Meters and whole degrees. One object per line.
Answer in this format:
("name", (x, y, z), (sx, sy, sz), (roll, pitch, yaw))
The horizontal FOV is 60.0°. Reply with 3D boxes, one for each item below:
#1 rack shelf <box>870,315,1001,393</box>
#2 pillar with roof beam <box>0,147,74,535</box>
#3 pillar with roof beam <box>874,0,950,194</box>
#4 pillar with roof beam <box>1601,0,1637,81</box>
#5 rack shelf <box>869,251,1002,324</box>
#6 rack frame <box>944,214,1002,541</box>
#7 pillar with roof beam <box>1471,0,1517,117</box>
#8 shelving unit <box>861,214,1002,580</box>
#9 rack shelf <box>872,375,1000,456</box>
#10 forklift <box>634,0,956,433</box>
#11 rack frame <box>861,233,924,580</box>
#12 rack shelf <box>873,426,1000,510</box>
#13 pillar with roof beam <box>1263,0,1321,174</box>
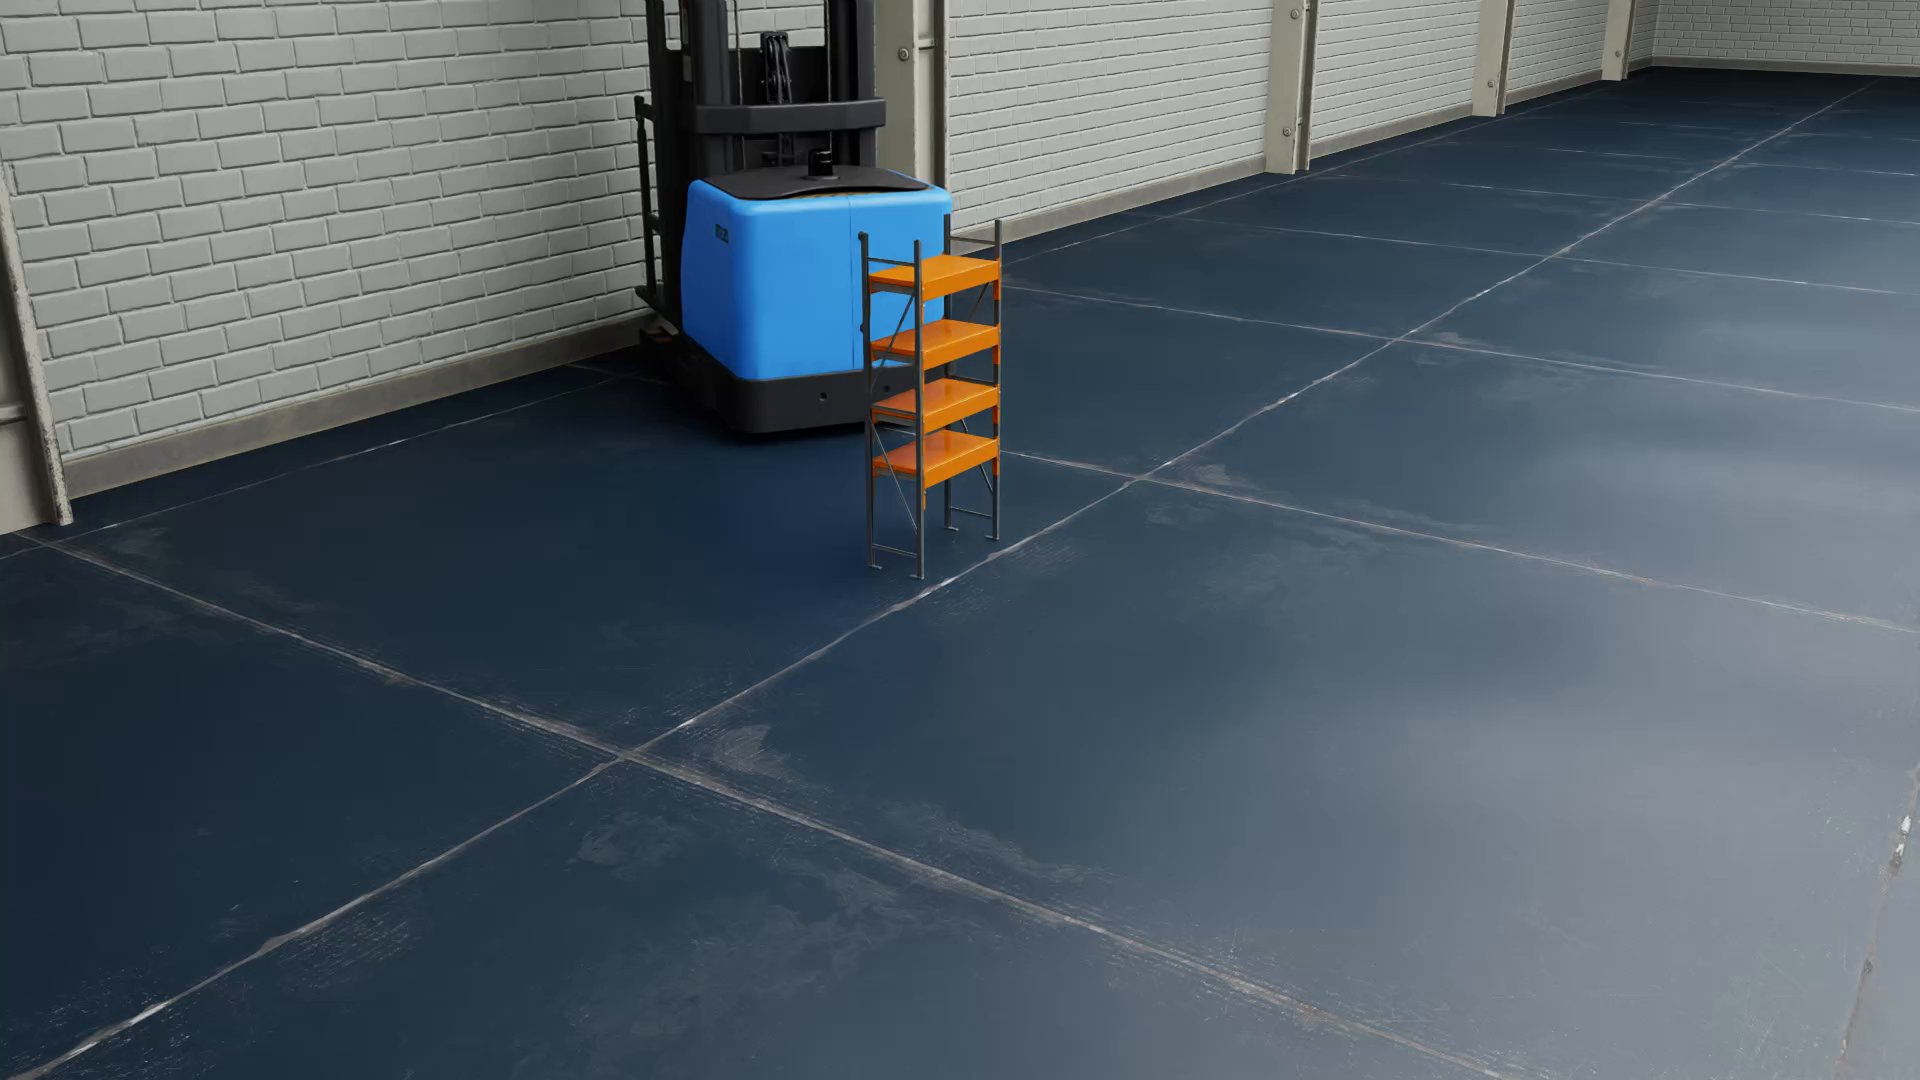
("rack shelf", (-0.093, -0.662, 5.874), (0.258, 0.148, 0.480), (13, 24, 32))
("pillar with roof beam", (-0.114, -3.424, 2.551), (9.100, 9.000, 0.400), (13, 24, 32))
("pillar with roof beam", (3.258, -5.146, 7.205), (9.100, 9.000, 0.400), (13, 24, 32))
("pillar with roof beam", (13.377, -10.310, 21.167), (9.100, 9.000, 0.400), (13, 24, 32))
("rack shelf", (-0.093, -0.884, 5.792), (0.258, 0.148, 0.480), (13, 24, 32))
("rack frame", (0.044, -0.585, 6.118), (0.240, 1.200, 0.015), (13, 24, 32))
("pillar with roof beam", (10.004, -8.589, 16.513), (9.100, 9.000, 0.400), (13, 24, 32))
("shelving unit", (-0.093, -0.515, 5.928), (0.258, 1.200, 0.503), (13, 24, 32))
("rack shelf", (-0.093, -0.452, 5.952), (0.258, 0.148, 0.480), (13, 24, 32))
("forklift", (-1.060, -2.319, 8.311), (1.130, 2.935, 3.031), (-8, 22, -21))
("rack frame", (-0.230, -0.445, 5.739), (0.240, 1.200, 0.015), (13, 24, 32))
("rack shelf", (-0.093, -0.266, 6.021), (0.258, 0.148, 0.480), (13, 24, 32))
("pillar with roof beam", (6.631, -6.867, 11.859), (9.100, 9.000, 0.400), (13, 24, 32))
